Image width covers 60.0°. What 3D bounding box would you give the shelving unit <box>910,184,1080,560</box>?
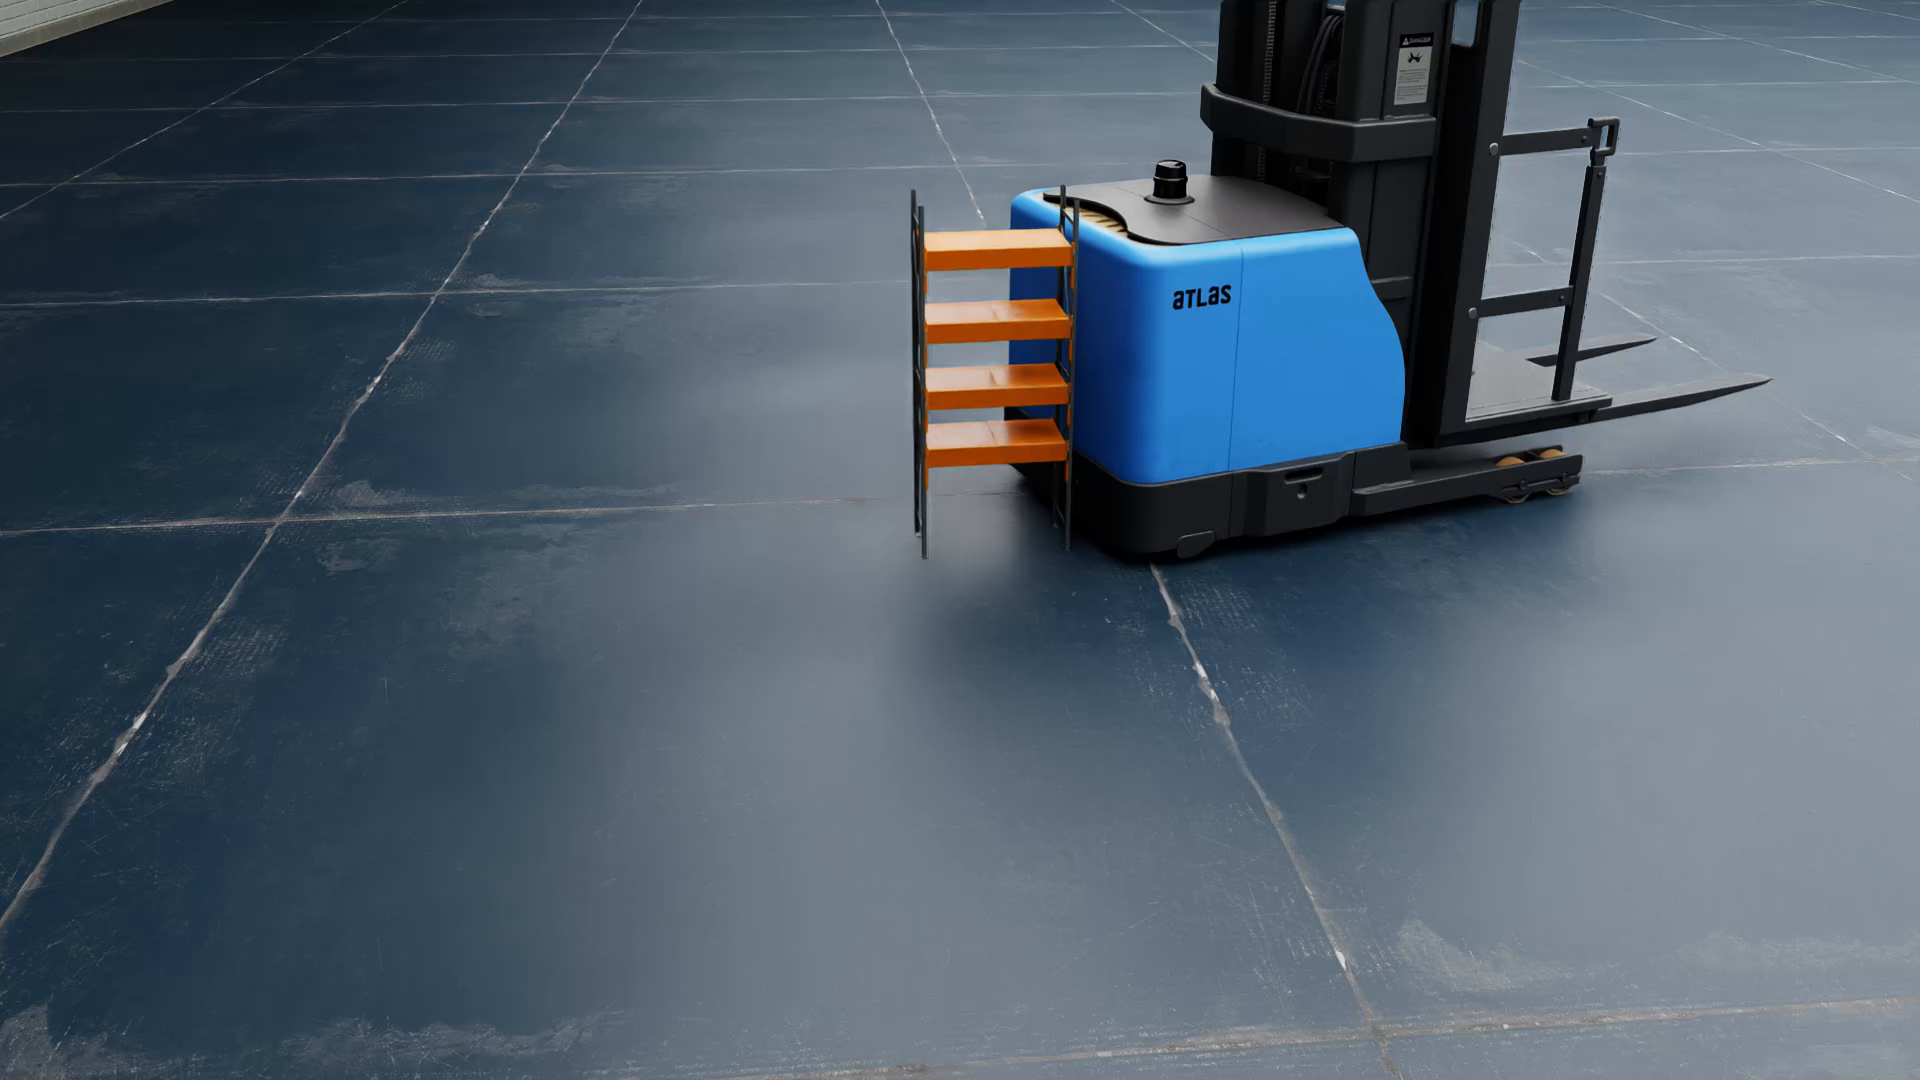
[{"bbox_3d":[0.107,-0.541,5.491,0.503,1.200,0.258,-3,24,-7],"label":"shelving unit"}]

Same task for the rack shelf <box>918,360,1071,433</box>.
[{"bbox_3d":[0.107,-0.480,5.518,0.480,0.148,0.258,-3,24,-7],"label":"rack shelf"}]

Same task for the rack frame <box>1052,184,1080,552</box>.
[{"bbox_3d":[0.349,-0.555,5.522,0.015,1.200,0.240,-3,24,-7],"label":"rack frame"}]

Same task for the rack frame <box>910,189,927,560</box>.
[{"bbox_3d":[-0.135,-0.528,5.460,0.015,1.200,0.240,-3,24,-7],"label":"rack frame"}]

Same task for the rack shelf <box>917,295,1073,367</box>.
[{"bbox_3d":[0.107,-0.684,5.427,0.480,0.148,0.258,-3,24,-7],"label":"rack shelf"}]

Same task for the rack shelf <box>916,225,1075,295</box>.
[{"bbox_3d":[0.107,-0.901,5.331,0.480,0.148,0.258,-3,24,-7],"label":"rack shelf"}]

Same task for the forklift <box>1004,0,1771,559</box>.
[{"bbox_3d":[1.728,-1.657,5.870,3.031,2.935,1.130,-10,26,-22],"label":"forklift"}]

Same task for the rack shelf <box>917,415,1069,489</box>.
[{"bbox_3d":[0.107,-0.299,5.599,0.480,0.148,0.258,-3,24,-7],"label":"rack shelf"}]
